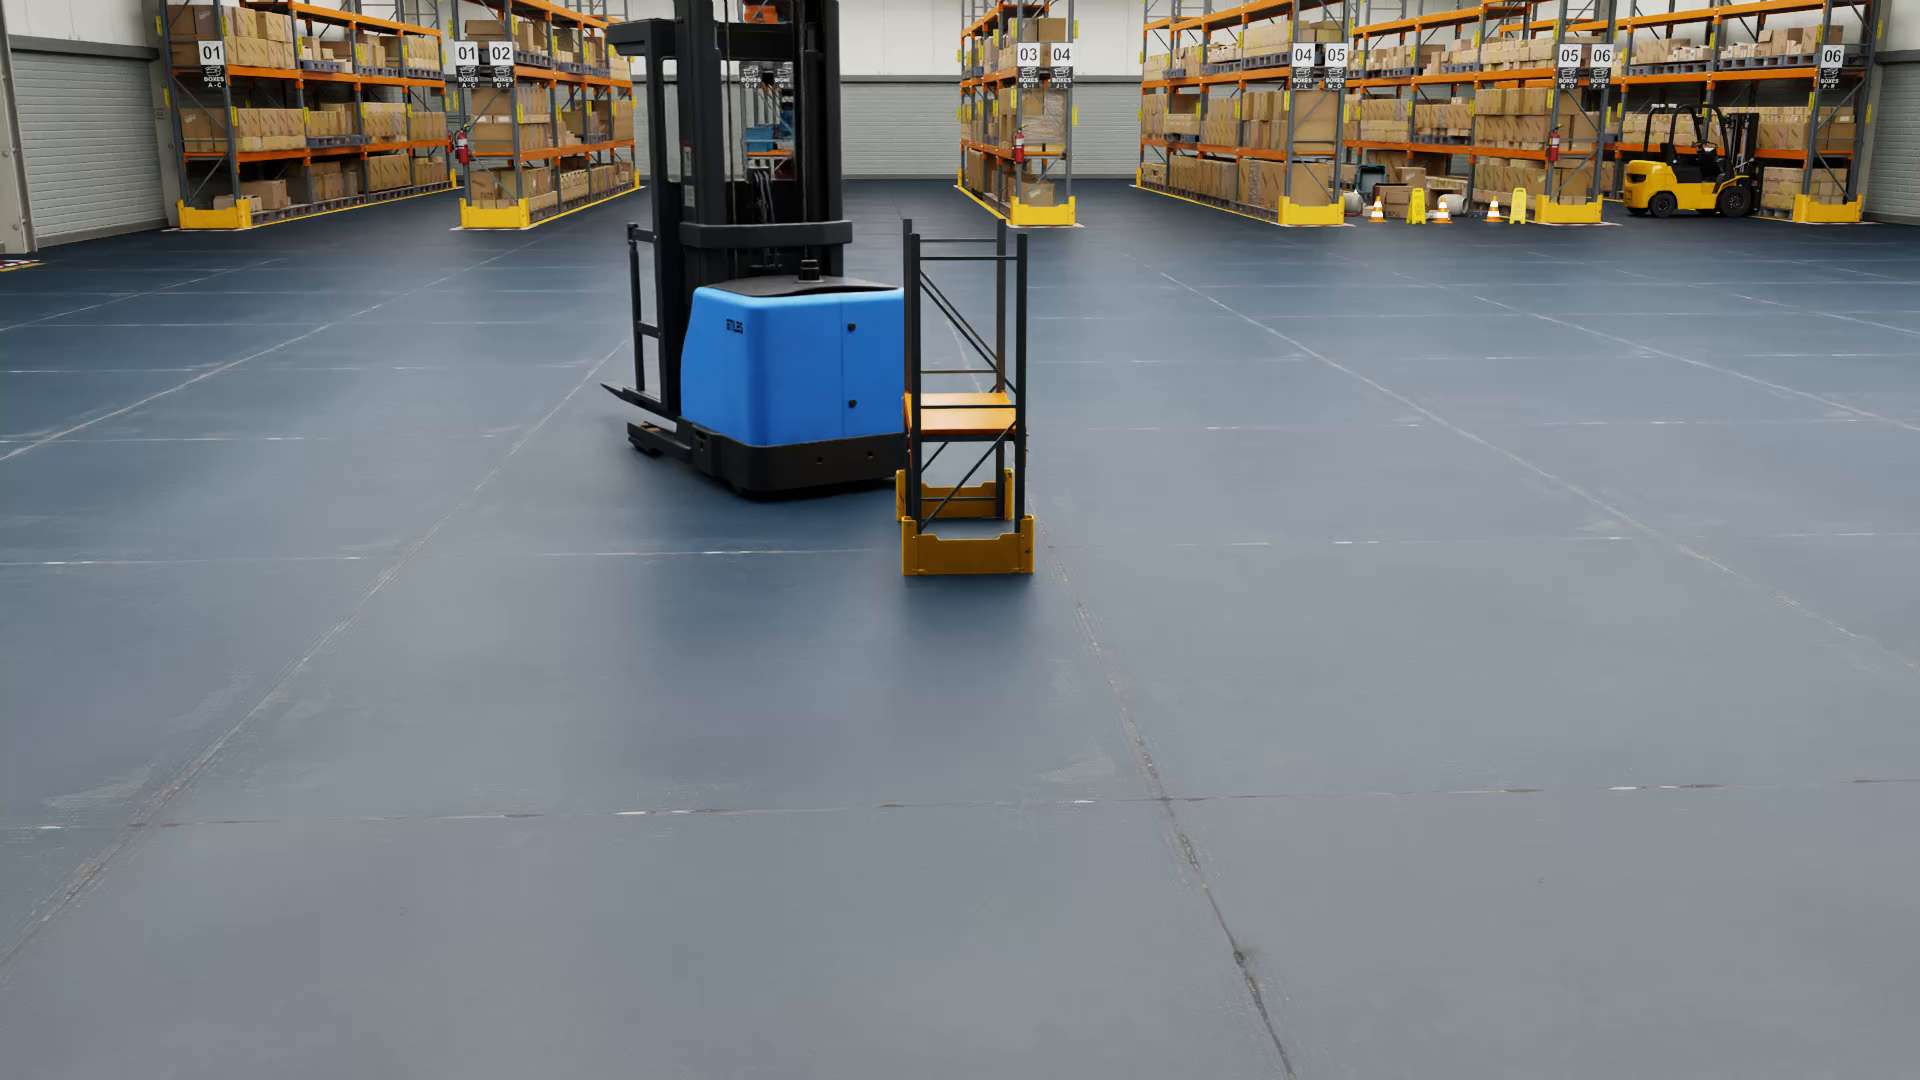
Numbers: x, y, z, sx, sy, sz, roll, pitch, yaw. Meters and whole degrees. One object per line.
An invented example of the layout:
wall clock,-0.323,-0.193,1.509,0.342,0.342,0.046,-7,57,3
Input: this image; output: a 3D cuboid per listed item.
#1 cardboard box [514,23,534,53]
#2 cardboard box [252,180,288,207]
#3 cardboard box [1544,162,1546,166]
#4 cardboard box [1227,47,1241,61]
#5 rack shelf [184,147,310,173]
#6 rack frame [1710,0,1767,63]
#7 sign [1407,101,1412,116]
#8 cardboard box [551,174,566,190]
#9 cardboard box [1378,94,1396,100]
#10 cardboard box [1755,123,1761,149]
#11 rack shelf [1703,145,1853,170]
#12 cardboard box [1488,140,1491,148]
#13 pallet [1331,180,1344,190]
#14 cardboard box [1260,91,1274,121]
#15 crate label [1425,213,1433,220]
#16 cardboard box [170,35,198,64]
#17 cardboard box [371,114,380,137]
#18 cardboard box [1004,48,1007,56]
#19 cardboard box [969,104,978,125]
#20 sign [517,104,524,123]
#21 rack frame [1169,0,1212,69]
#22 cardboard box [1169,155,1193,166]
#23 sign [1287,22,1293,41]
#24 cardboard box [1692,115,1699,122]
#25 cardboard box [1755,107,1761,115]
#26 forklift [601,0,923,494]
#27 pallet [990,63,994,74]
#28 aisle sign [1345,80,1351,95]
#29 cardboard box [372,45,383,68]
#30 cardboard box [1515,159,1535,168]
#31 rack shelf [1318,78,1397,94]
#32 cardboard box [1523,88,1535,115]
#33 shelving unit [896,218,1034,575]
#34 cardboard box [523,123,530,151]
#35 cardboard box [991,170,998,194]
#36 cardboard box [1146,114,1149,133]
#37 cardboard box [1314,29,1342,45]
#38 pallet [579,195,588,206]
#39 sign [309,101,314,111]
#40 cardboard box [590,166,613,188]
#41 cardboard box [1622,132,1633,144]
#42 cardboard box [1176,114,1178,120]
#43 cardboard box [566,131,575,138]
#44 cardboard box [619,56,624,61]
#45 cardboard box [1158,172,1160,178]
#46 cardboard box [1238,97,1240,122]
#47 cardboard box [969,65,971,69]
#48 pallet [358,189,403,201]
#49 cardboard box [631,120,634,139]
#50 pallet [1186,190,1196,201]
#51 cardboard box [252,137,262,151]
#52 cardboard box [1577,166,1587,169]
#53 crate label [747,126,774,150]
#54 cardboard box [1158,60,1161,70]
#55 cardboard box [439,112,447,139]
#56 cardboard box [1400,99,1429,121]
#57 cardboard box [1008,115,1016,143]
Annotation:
cardboard box,-8.193,-9.291,30.772,0.500,0.500,0.500,-1,14,-3
cardboard box,-13.450,-6.764,32.428,0.500,0.500,0.500,-2,15,-8
cardboard box,15.400,-9.831,44.389,0.700,0.500,0.500,-1,14,-6
cardboard box,5.938,-10.235,35.024,0.500,0.250,0.500,-1,14,-4
rack shelf,-13.431,-7.173,31.328,1.077,0.370,4.000,-1,14,-3
rack frame,16.122,-11.384,34.212,1.000,3.000,0.127,-1,14,-3
sign,10.366,-9.947,38.344,0.100,0.325,0.005,-1,14,-3
cardboard box,-8.388,-7.346,34.108,0.500,0.311,0.500,-1,14,-3
cardboard box,10.912,-11.320,42.494,0.380,0.149,0.250,-1,14,-4
cardboard box,15.980,-8.032,33.023,0.500,0.500,0.500,-1,14,-3
rack shelf,16.246,-7.633,33.116,1.077,0.370,4.000,-1,14,-3
cardboard box,10.982,-8.068,33.870,0.380,0.149,0.250,-1,14,-4
pallet,10.625,-9.535,44.660,1.003,0.211,1.213,-1,14,-3
cardboard box,6.309,-8.400,32.185,0.875,0.550,0.500,-1,14,-3
crate label,8.904,-6.200,31.848,0.250,0.136,0.298,-9,17,-32
cardboard box,-13.585,-8.635,29.305,0.500,0.500,0.500,0,14,1
cardboard box,-13.600,-9.471,37.978,0.500,0.500,0.500,0,14,-2
cardboard box,1.057,-9.475,32.312,0.380,0.149,0.250,-1,14,-4
cardboard box,0.486,-10.782,42.113,0.500,0.500,0.500,0,14,-2
sign,-7.808,-7.566,29.516,0.100,0.325,0.005,-1,14,-3
rack frame,5.738,-13.194,41.249,1.000,3.000,0.127,-1,14,-3
cardboard box,5.520,-9.457,41.432,0.500,0.250,0.500,-2,15,-6
sign,5.939,-9.143,29.904,0.100,0.325,0.005,-1,14,-3
cardboard box,15.845,-8.987,35.432,0.380,0.149,0.250,-1,14,-4
cardboard box,16.038,-8.521,33.023,0.380,0.149,0.250,-1,14,-3
forklift,-1.381,-1.985,9.858,1.130,2.935,3.031,-8,17,-29
pallet,1.278,-10.023,35.319,1.213,0.211,1.003,-1,14,-3
aisle sign,10.729,-12.667,46.022,0.394,0.787,0.004,-1,14,-3
cardboard box,-14.006,-11.364,39.072,0.700,0.500,0.500,-1,14,-4
cardboard box,11.004,-7.303,32.261,0.380,0.149,0.250,-1,14,-3
rack shelf,10.548,-11.992,44.040,1.077,0.370,4.000,-1,14,-3
cardboard box,11.142,-8.333,31.588,0.700,0.500,0.500,-1,14,-3
shelving unit,0.005,-0.707,7.766,0.587,1.500,1.083,-1,14,-3
cardboard box,-8.441,-7.520,31.034,0.700,0.500,0.500,-1,14,-3
cardboard box,1.091,-8.079,37.540,0.700,0.500,0.500,-2,15,-6
cardboard box,5.301,-11.228,44.847,0.500,0.500,0.500,-1,14,-3
cardboard box,6.708,-9.205,30.422,0.500,0.250,0.500,-1,14,-4
pallet,-8.846,-7.535,36.889,1.003,0.211,1.213,-1,14,-3
sign,-14.356,-9.565,36.858,0.100,0.325,0.005,-1,14,-3
cardboard box,-8.767,-8.847,40.524,0.500,0.500,0.500,-1,14,-3
cardboard box,15.658,-9.287,38.401,0.500,0.250,0.500,-1,14,-3
cardboard box,5.405,-10.165,39.983,0.380,0.149,0.250,0,14,-2
cardboard box,-8.879,-8.957,36.996,0.500,0.311,0.500,0,14,0
cardboard box,-9.306,-12.938,44.066,0.700,0.500,0.500,-1,14,-3
cardboard box,5.338,-9.463,43.066,0.380,0.149,0.250,-1,14,-5
cardboard box,6.197,-8.956,34.606,0.700,0.500,0.500,-1,14,-4
cardboard box,0.614,-12.587,43.664,0.700,0.500,0.500,-2,15,-7
pallet,-13.848,-8.163,39.329,1.003,0.211,1.213,-1,14,-3
cardboard box,-9.055,-11.022,44.643,0.500,0.500,0.500,0,14,-2
pallet,5.939,-8.138,39.233,1.003,0.211,1.213,-1,14,-3
cardboard box,-13.066,-7.216,30.314,0.500,0.250,0.500,-1,14,-5
cardboard box,15.527,-8.952,40.972,0.500,0.500,0.500,-1,14,-5
crate label,-3.803,-7.648,31.658,0.502,0.435,0.616,-1,14,-3
cardboard box,5.398,-12.281,43.017,0.500,0.250,0.500,0,14,-1
cardboard box,-14.256,-11.022,44.241,0.980,0.700,0.700,0,14,-1
cardboard box,10.627,-10.053,38.872,0.500,0.500,0.500,-1,14,-5
cardboard box,1.367,-7.705,31.157,0.875,0.500,0.500,-1,14,-3
